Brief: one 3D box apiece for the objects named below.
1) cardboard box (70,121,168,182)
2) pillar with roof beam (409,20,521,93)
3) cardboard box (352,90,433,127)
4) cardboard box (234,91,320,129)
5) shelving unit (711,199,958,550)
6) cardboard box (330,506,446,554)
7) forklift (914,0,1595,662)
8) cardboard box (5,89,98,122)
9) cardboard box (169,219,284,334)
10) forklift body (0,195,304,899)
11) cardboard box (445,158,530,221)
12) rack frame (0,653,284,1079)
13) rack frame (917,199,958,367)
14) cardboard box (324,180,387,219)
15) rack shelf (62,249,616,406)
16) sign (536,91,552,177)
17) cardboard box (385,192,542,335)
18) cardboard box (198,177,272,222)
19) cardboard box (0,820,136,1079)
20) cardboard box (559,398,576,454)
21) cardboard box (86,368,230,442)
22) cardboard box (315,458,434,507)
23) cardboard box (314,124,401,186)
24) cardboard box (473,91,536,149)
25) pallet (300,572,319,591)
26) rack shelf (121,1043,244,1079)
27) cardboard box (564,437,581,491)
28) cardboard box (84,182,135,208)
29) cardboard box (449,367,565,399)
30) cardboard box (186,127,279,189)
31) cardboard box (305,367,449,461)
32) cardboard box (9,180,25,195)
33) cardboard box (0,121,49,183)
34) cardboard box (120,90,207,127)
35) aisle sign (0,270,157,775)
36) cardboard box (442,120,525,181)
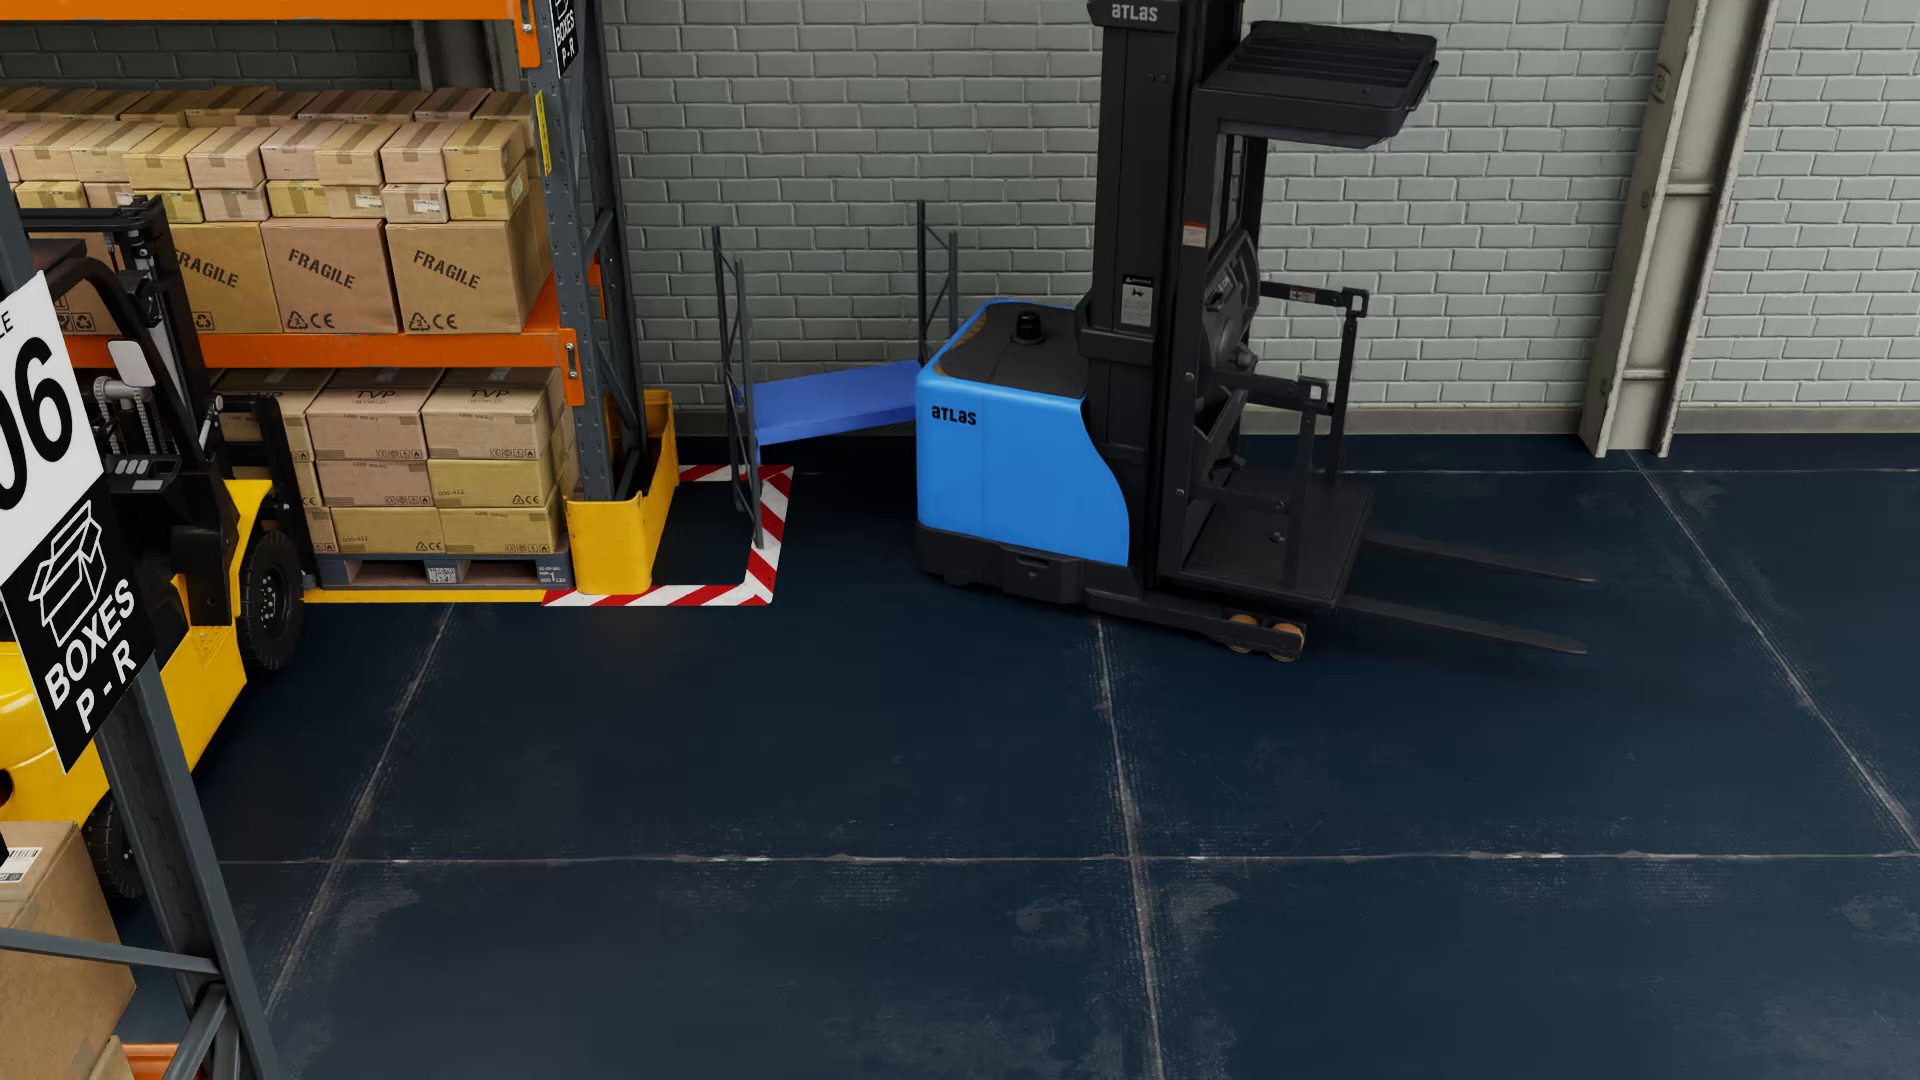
[{"bbox_3d":[-3.562,-1.656,7.079,0.250,0.149,0.380,0,31,0],"label":"cardboard box"},{"bbox_3d":[-2.347,-2.124,3.076,0.400,9.000,9.100,0,31,0],"label":"pillar with roof beam"},{"bbox_3d":[-2.534,-1.892,7.469,0.250,0.149,0.380,0,31,1],"label":"cardboard box"},{"bbox_3d":[-3.045,-1.886,7.458,0.250,0.149,0.380,1,31,1],"label":"cardboard box"},{"bbox_3d":[-0.588,-0.807,8.134,1.048,1.500,0.538,-11,33,-17],"label":"shelving unit"},{"bbox_3d":[-2.636,-0.169,7.883,0.500,0.250,0.500,0,31,0],"label":"cardboard box"},{"bbox_3d":[1.356,-1.028,7.119,3.031,2.935,1.130,11,33,18],"label":"forklift"},{"bbox_3d":[-4.073,-1.907,7.492,0.250,0.149,0.380,-1,31,-1],"label":"cardboard box"},{"bbox_3d":[-3.193,-1.233,7.295,0.500,0.500,0.500,-1,31,-1],"label":"cardboard box"},{"bbox_3d":[-3.556,-0.012,6.196,1.214,2.155,2.313,0,31,0],"label":"forklift body"},{"bbox_3d":[-2.016,-1.501,7.110,0.250,0.149,0.380,0,31,0],"label":"cardboard box"},{"bbox_3d":[-1.637,1.248,3.302,0.127,3.000,1.000,0,31,0],"label":"rack frame"},{"bbox_3d":[-0.111,-0.898,8.285,0.032,1.500,0.500,-11,33,-17],"label":"rack frame"},{"bbox_3d":[-2.531,-1.515,7.134,0.250,0.149,0.380,0,31,1],"label":"cardboard box"},{"bbox_3d":[-3.671,-1.013,7.722,4.000,0.370,1.077,0,31,0],"label":"rack shelf"},{"bbox_3d":[-1.681,-1.642,6.719,0.005,0.325,0.100,0,31,0],"label":"sign"},{"bbox_3d":[-2.161,-1.232,7.292,0.500,0.500,0.500,-1,31,-1],"label":"cardboard box"},{"bbox_3d":[-3.046,-1.495,7.101,0.250,0.149,0.380,-1,31,-2],"label":"cardboard box"},{"bbox_3d":[-2.112,0.936,3.433,0.500,0.500,0.500,-1,31,-1],"label":"cardboard box"},{"bbox_3d":[-2.142,-0.651,8.195,0.500,0.250,0.500,0,31,1],"label":"cardboard box"},{"bbox_3d":[-3.651,-0.586,7.606,0.500,0.250,0.500,-1,31,-1],"label":"cardboard box"},{"bbox_3d":[-2.657,-0.385,7.757,0.500,0.250,0.500,0,31,-1],"label":"cardboard box"},{"bbox_3d":[-2.536,-1.632,7.040,0.250,0.149,0.380,0,31,1],"label":"cardboard box"},{"bbox_3d":[-2.008,-1.884,7.455,0.250,0.149,0.380,-1,31,-1],"label":"cardboard box"},{"bbox_3d":[-3.652,-0.108,8.225,1.213,0.211,1.003,0,31,0],"label":"pallet"},{"bbox_3d":[-3.637,1.562,3.478,4.000,0.370,1.077,0,31,0],"label":"rack shelf"},{"bbox_3d":[-2.163,-0.431,8.314,0.500,0.250,0.500,0,31,0],"label":"cardboard box"},{"bbox_3d":[-3.549,-1.530,7.158,0.250,0.149,0.380,0,31,-1],"label":"cardboard box"},{"bbox_3d":[-2.153,-0.855,8.049,0.500,0.250,0.500,-1,31,-1],"label":"cardboard box"},{"bbox_3d":[-3.045,-1.611,7.006,0.250,0.149,0.380,1,31,1],"label":"cardboard box"},{"bbox_3d":[-2.640,-0.590,7.613,0.500,0.250,0.500,0,31,1],"label":"cardboard box"},{"bbox_3d":[-4.070,-1.488,7.089,0.250,0.149,0.380,-1,31,-2],"label":"cardboard box"},{"bbox_3d":[-4.062,-1.654,7.076,0.250,0.149,0.380,0,31,0],"label":"cardboard box"},{"bbox_3d":[-3.555,-1.894,7.471,0.250,0.149,0.380,0,31,0],"label":"cardboard box"},{"bbox_3d":[-1.577,-0.025,2.893,0.004,0.787,0.394,0,31,0],"label":"aisle sign"},{"bbox_3d":[-2.028,-1.664,7.092,0.250,0.149,0.380,0,31,0],"label":"cardboard box"}]
